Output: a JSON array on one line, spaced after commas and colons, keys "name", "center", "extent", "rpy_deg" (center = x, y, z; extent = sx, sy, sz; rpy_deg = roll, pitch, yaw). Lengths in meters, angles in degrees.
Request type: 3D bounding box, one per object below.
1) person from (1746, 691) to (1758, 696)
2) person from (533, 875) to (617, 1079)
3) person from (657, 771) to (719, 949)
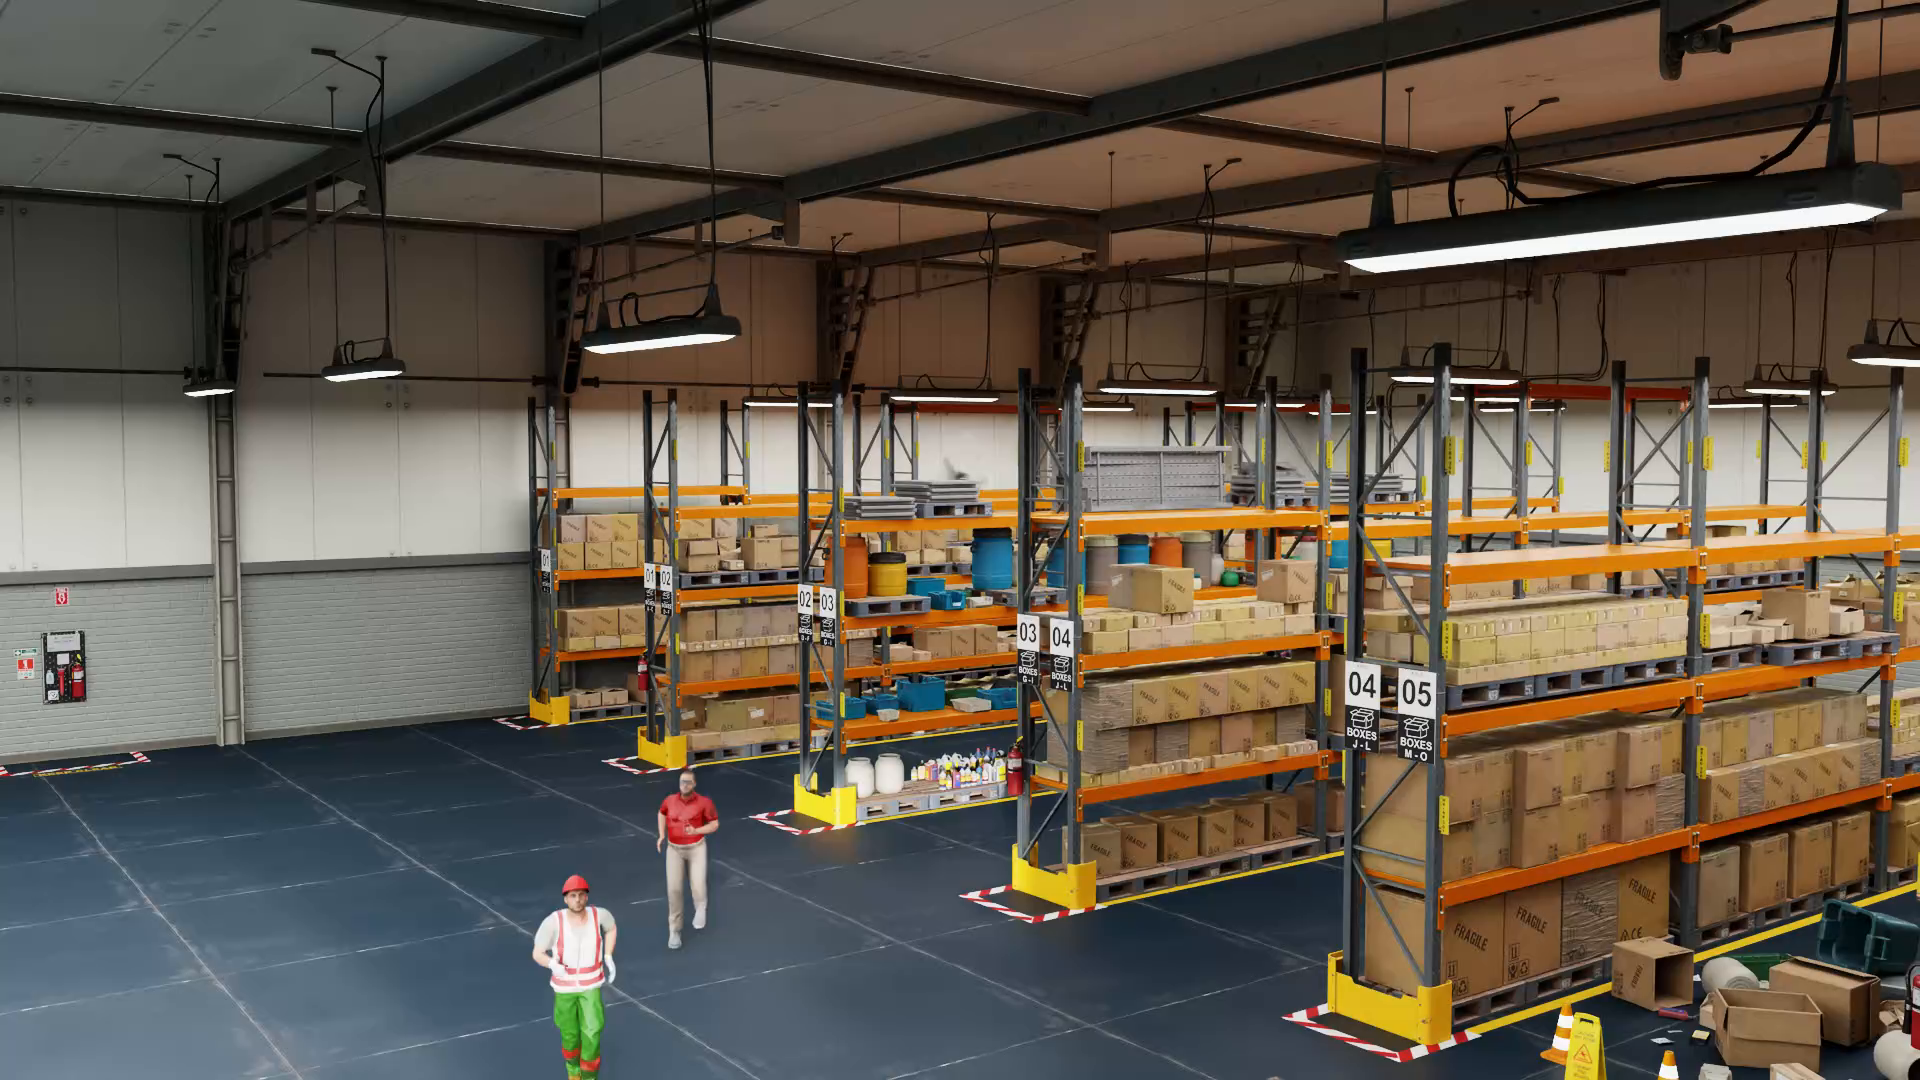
[{"name": "person", "center": [11.433, 2.958, 24.030], "extent": [0.582, 1.560, 0.528], "rpy_deg": [-3, 4, -40]}, {"name": "person", "center": [-2.987, 3.508, 12.924], "extent": [0.637, 1.836, 0.788], "rpy_deg": [-1, 3, -12]}, {"name": "person", "center": [-2.830, 3.255, 17.252], "extent": [0.666, 1.723, 0.967], "rpy_deg": [0, 3, -1]}]
